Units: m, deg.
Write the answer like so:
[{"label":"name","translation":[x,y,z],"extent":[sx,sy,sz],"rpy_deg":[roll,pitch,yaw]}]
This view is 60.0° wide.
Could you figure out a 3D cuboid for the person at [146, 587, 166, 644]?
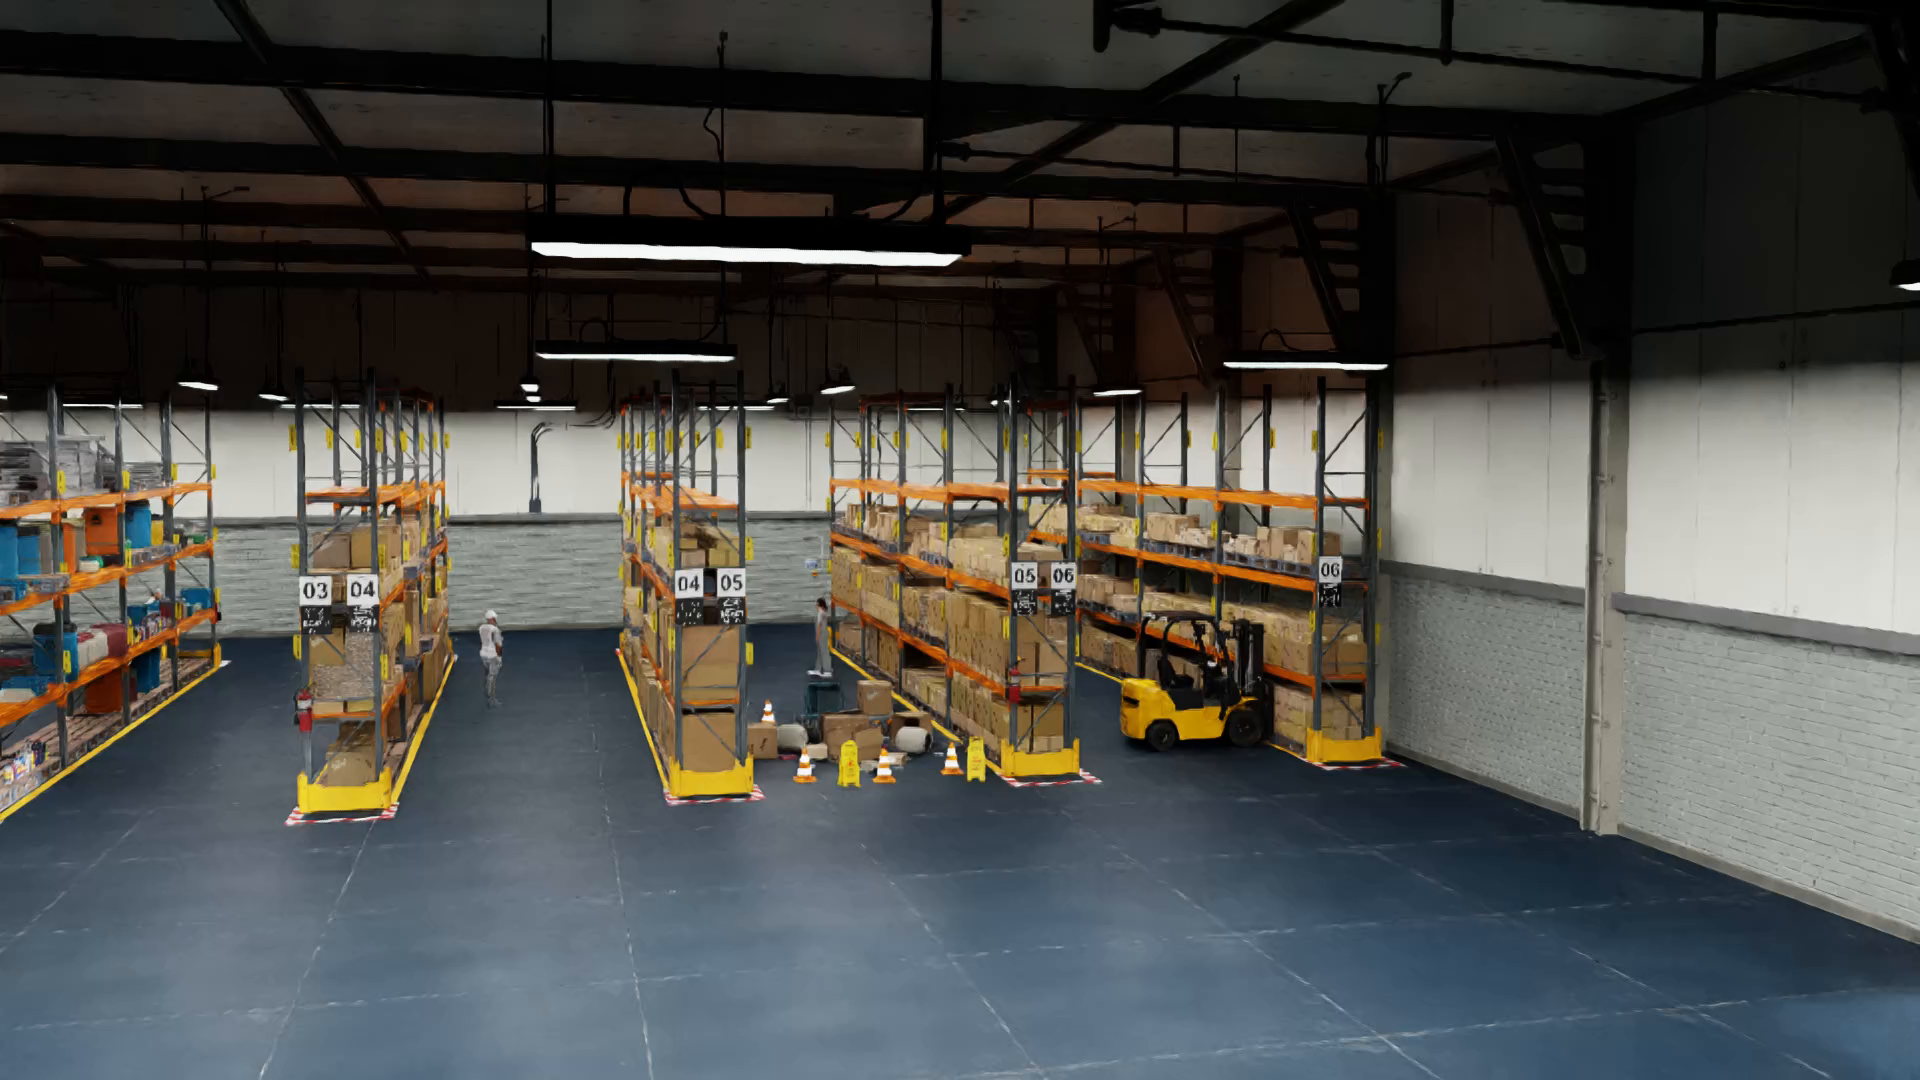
[{"label":"person","translation":[-18.313,1.900,37.998],"extent":[0.561,1.655,0.733],"rpy_deg":[1,4,23]}]

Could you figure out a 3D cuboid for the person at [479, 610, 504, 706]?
[{"label":"person","translation":[-8.832,2.215,31.489],"extent":[0.618,1.783,0.457],"rpy_deg":[3,5,44]}]

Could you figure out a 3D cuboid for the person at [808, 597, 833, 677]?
[{"label":"person","translation":[-2.968,2.045,35.325],"extent":[0.582,1.664,0.582],"rpy_deg":[0,3,5]}]
